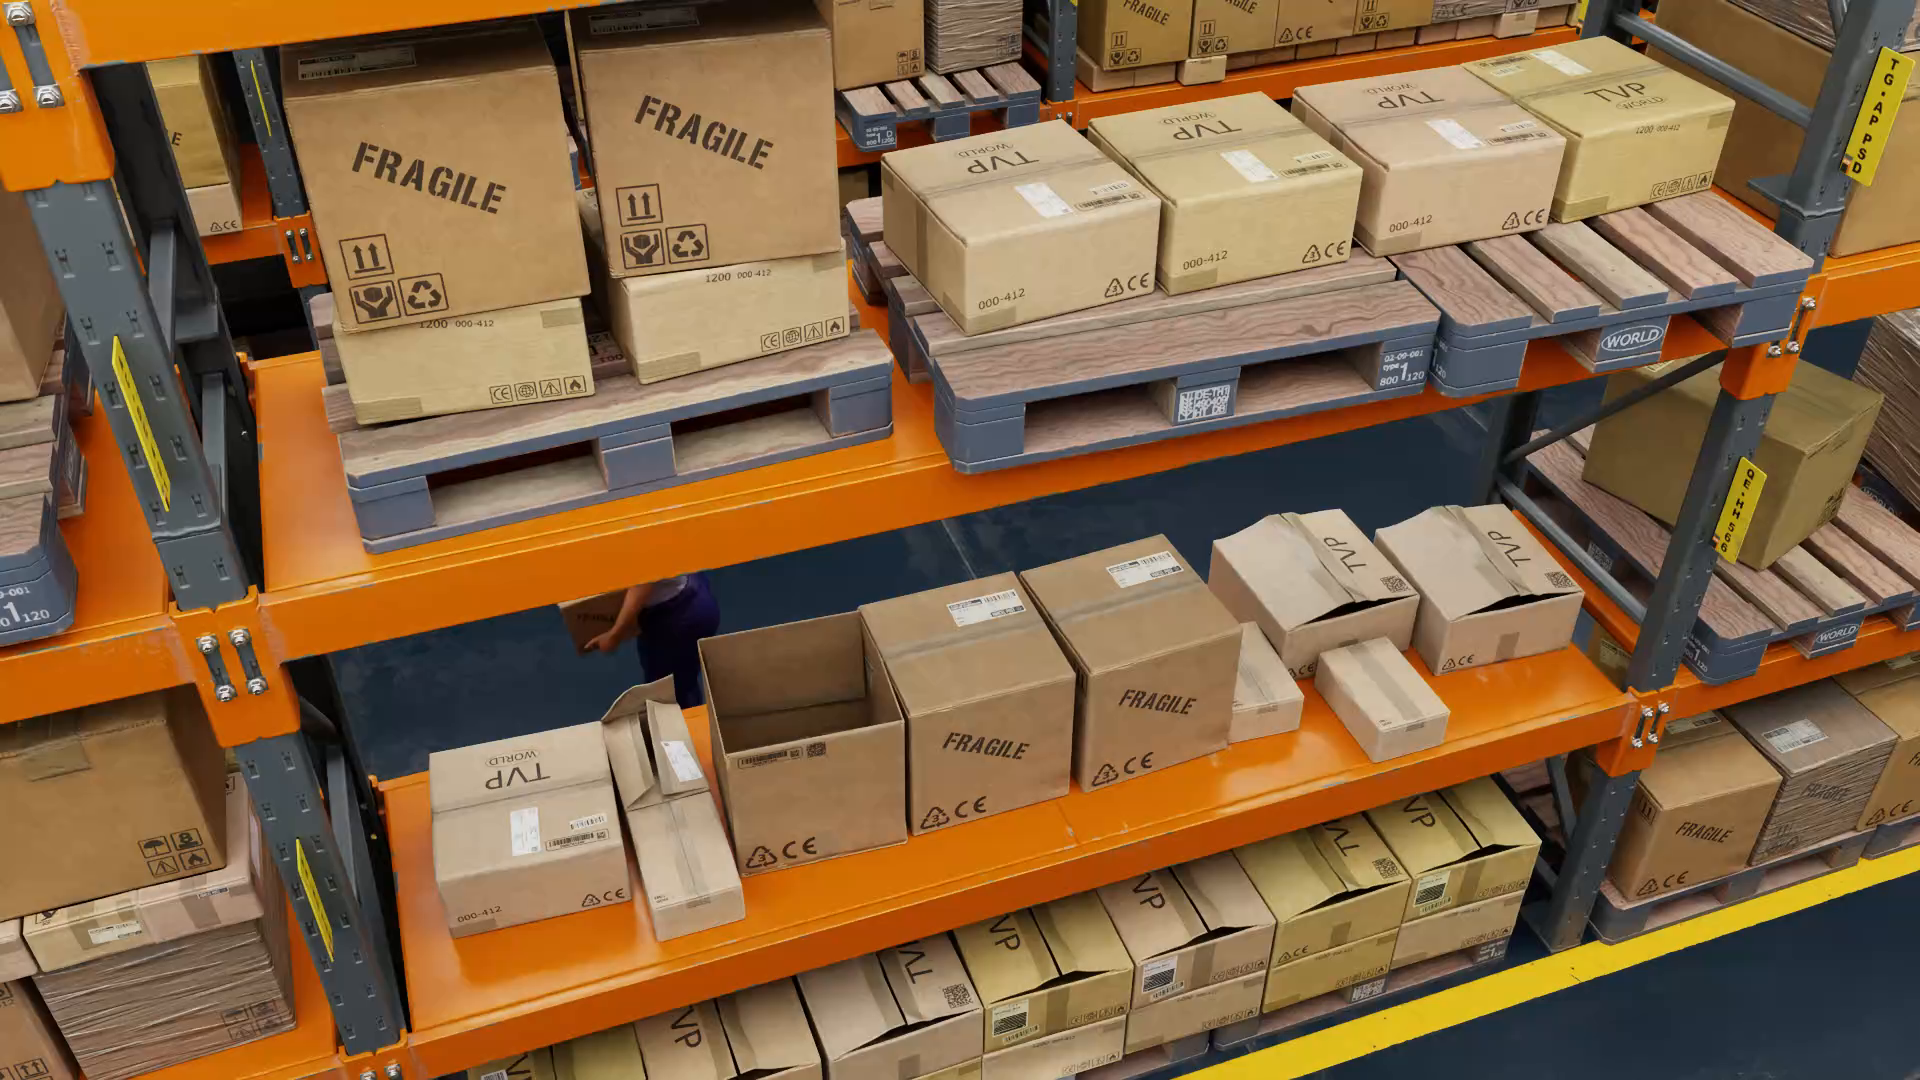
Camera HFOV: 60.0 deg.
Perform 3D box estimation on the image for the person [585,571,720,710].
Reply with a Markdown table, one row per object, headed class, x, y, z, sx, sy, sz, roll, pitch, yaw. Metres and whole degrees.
| class | x | y | z | sx | sy | sz | roll | pitch | yaw |
| --- | --- | --- | --- | --- | --- | --- | --- | --- | --- |
| person | -1.203 | 0.298 | 6.421 | 0.533 | 1.646 | 0.435 | -13 | 40 | -16 |
